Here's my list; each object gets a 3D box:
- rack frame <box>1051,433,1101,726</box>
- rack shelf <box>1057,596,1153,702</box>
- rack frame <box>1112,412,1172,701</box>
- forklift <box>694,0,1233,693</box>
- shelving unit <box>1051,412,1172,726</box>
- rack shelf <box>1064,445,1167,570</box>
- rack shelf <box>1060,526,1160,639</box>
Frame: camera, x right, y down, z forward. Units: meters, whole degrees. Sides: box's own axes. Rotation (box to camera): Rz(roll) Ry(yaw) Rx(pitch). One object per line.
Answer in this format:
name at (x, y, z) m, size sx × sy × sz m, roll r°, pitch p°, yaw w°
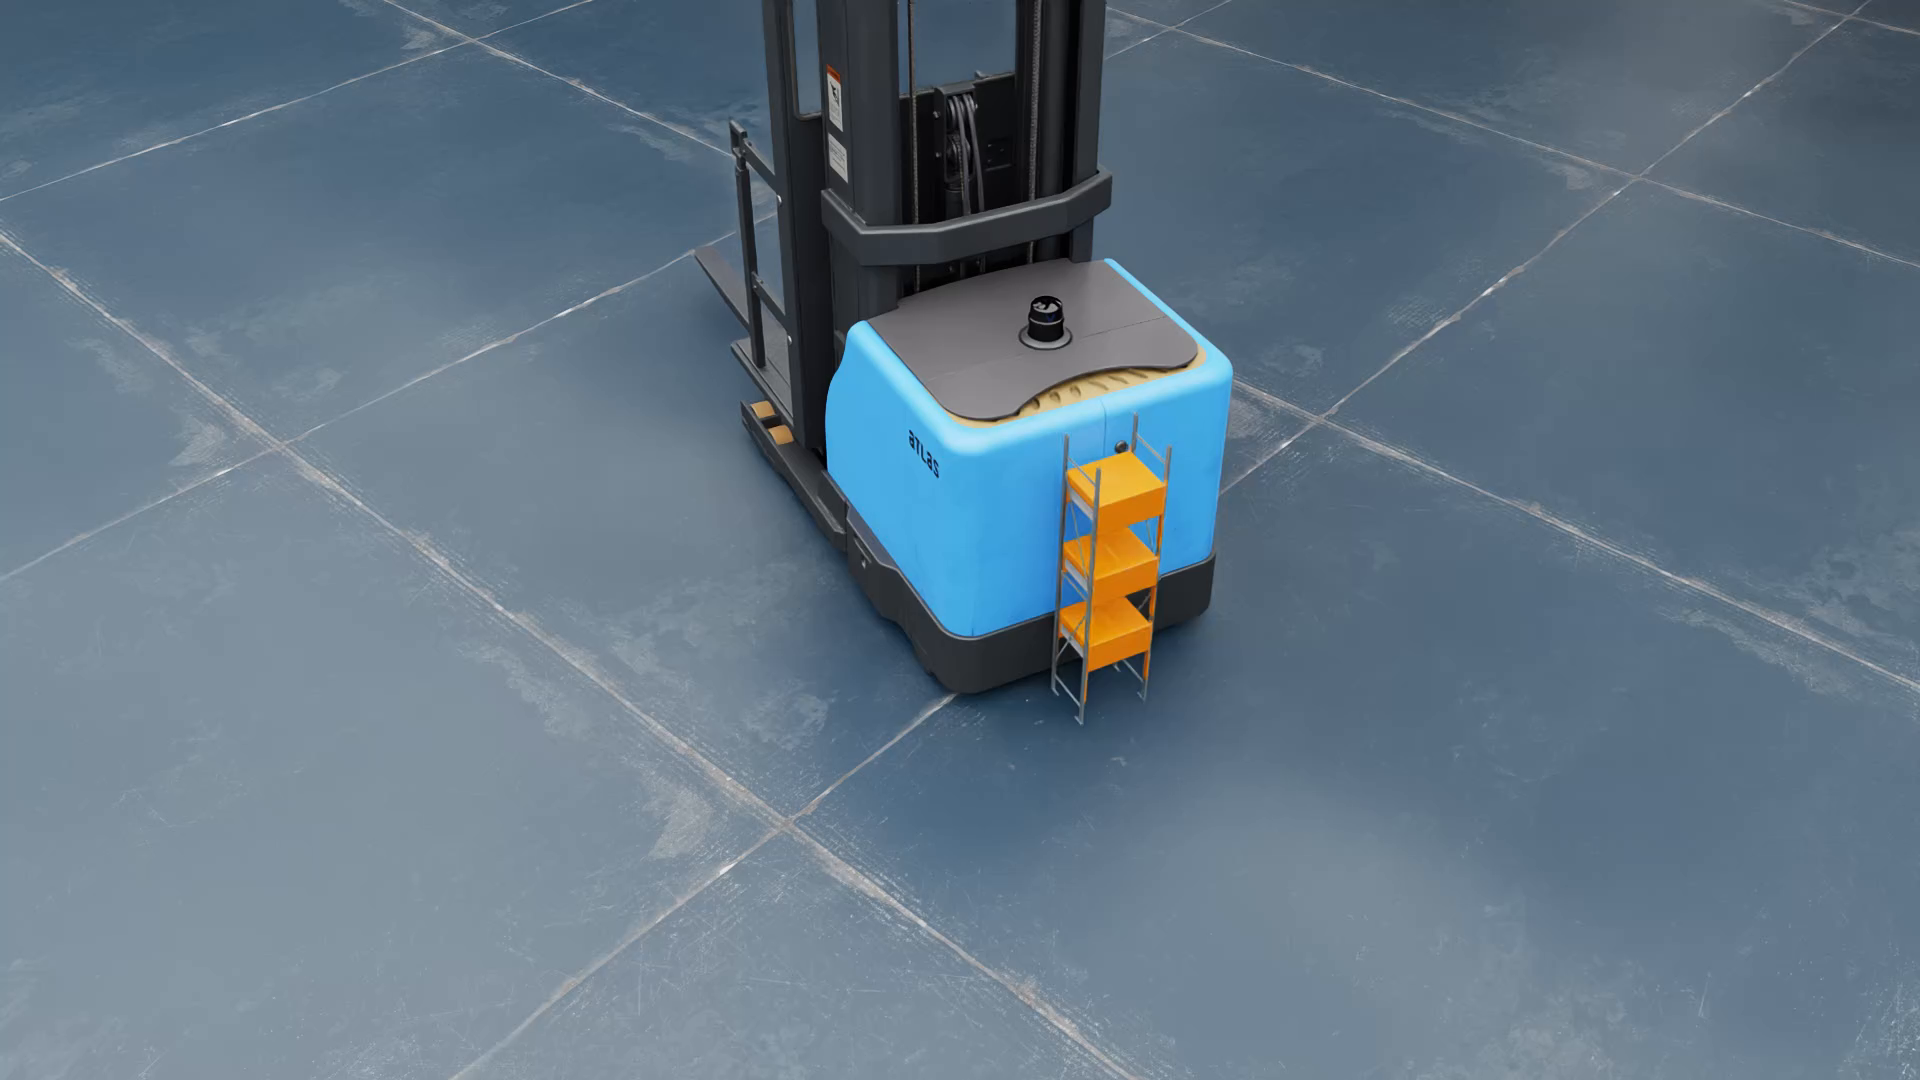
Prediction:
rack frame at (0.358, 0.147, 5.220) m, size 0.008 × 1.050 × 0.200 m, roll -18°, pitch 42°, yaw -21°
rack shelf at (0.465, 0.336, 5.445) m, size 0.240 × 0.259 × 0.215 m, roll -18°, pitch 42°, yaw -21°
rack frame at (0.575, 0.077, 5.308) m, size 0.008 × 1.050 × 0.200 m, roll -18°, pitch 42°, yaw -21°
forklift at (-0.229, -1.549, 5.843) m, size 1.130 × 2.935 × 3.031 m, roll -17°, pitch 42°, yaw -21°
shelving unit at (0.467, 0.112, 5.264) m, size 0.252 × 1.050 × 0.215 m, roll -18°, pitch 42°, yaw -21°
rack shelf at (0.468, -0.100, 5.092) m, size 0.240 × 0.259 × 0.215 m, roll -18°, pitch 42°, yaw -21°
rack shelf at (0.466, 0.120, 5.271) m, size 0.240 × 0.259 × 0.215 m, roll -18°, pitch 42°, yaw -21°
